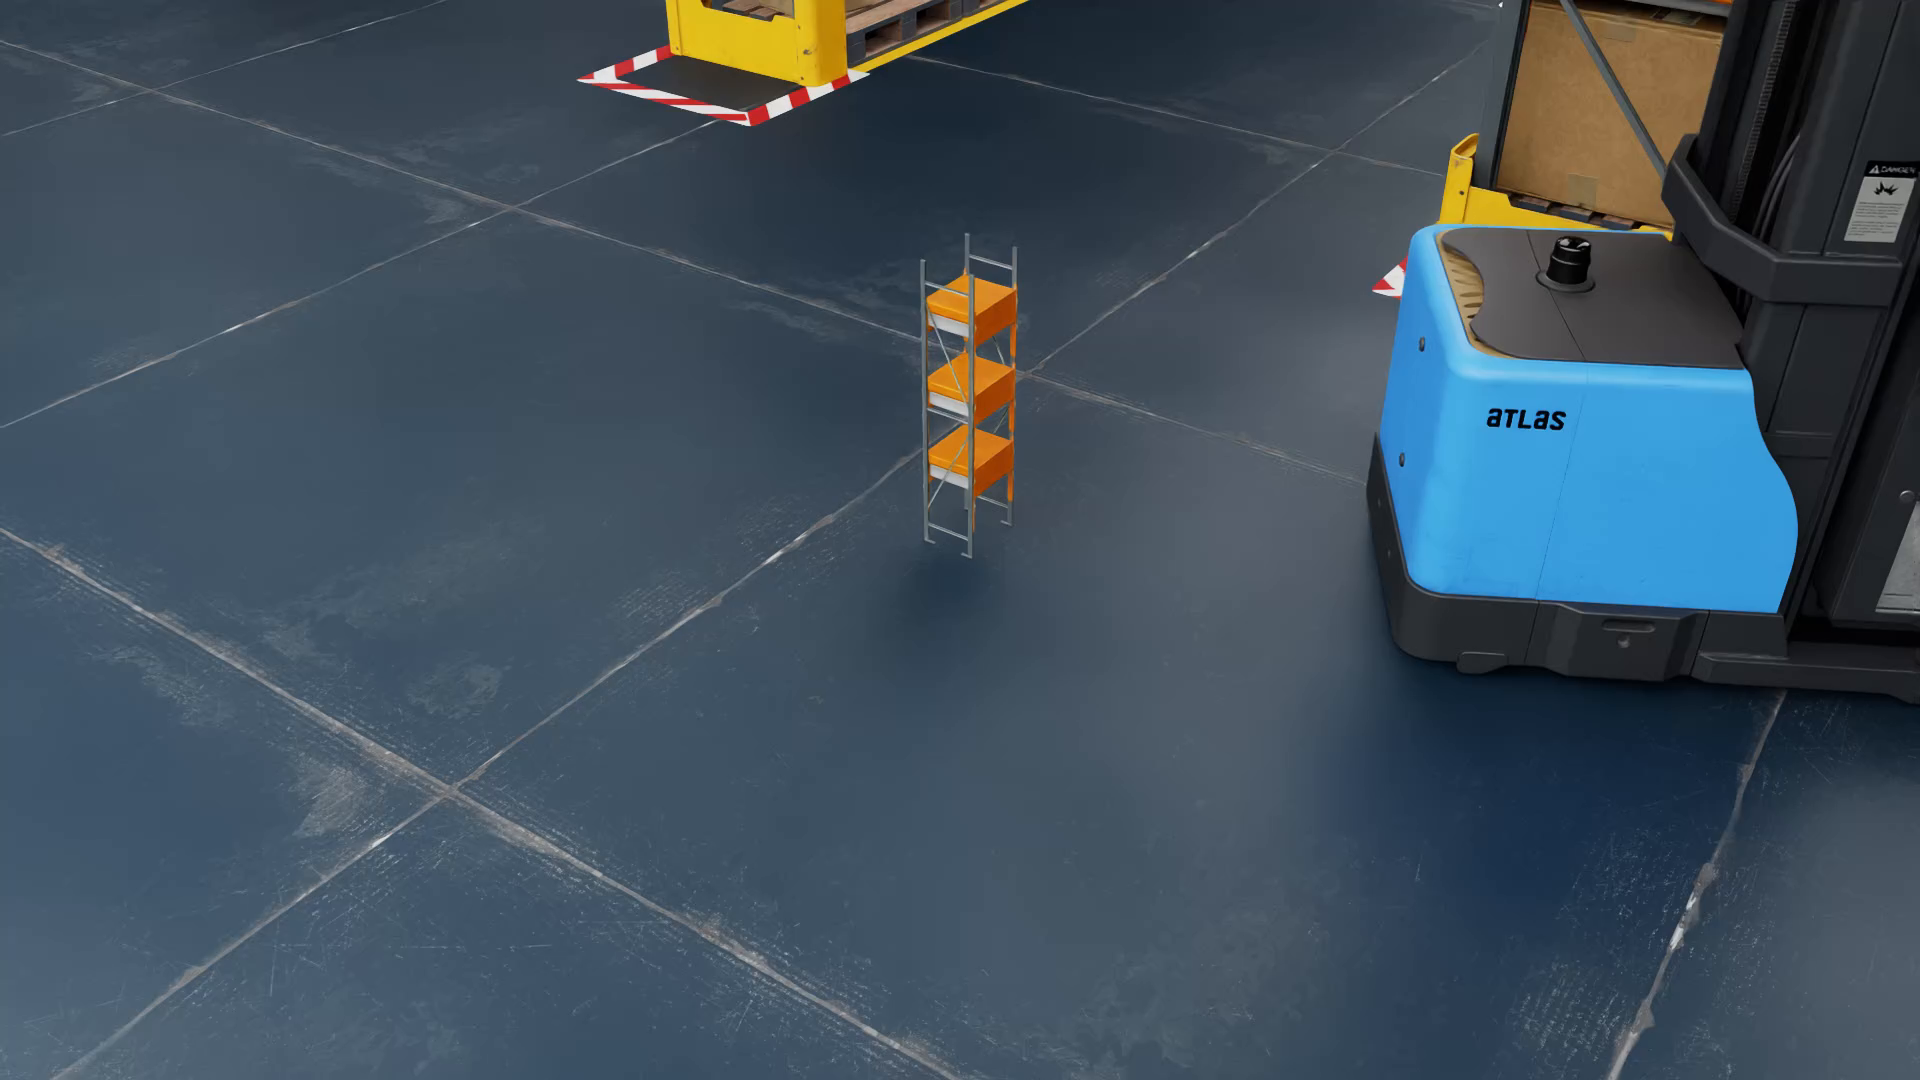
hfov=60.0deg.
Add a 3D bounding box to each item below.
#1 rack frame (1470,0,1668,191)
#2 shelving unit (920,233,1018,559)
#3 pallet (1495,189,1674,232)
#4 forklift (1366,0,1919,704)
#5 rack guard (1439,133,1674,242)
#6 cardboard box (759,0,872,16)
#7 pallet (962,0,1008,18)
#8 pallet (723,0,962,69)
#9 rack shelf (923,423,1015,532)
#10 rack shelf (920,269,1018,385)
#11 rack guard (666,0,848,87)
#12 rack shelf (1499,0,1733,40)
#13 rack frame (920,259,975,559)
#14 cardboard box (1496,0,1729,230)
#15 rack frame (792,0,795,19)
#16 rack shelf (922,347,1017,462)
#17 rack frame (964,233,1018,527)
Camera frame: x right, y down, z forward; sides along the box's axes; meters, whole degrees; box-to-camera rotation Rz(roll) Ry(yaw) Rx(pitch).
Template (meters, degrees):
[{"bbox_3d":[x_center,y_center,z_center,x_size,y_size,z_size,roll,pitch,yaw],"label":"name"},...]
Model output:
[{"bbox_3d":[2.757,-2.450,6.696,1.000,3.000,0.127,21,39,28],"label":"rack frame"},{"bbox_3d":[0.031,-0.460,5.492,0.215,1.050,0.252,21,39,28],"label":"shelving unit"},{"bbox_3d":[3.149,-1.688,8.058,1.003,0.211,1.213,21,39,28],"label":"pallet"},{"bbox_3d":[2.897,-1.000,4.613,3.031,2.935,1.130,3,34,5],"label":"forklift"},{"bbox_3d":[2.744,-1.404,7.380,1.175,0.500,0.348,21,39,28],"label":"rack guard"},{"bbox_3d":[-0.890,-3.502,10.107,0.500,0.500,0.500,-29,43,-35],"label":"cardboard box"},{"bbox_3d":[-0.028,-3.883,11.303,1.003,0.211,1.213,21,39,28],"label":"pallet"},{"bbox_3d":[-0.724,-3.324,10.476,1.003,0.211,1.213,21,39,28],"label":"pallet"},{"bbox_3d":[0.031,-0.221,5.654,0.215,0.259,0.240,21,39,28],"label":"rack shelf"},{"bbox_3d":[0.031,-0.686,5.339,0.215,0.259,0.240,21,39,28],"label":"rack shelf"},{"bbox_3d":[-1.217,-3.081,9.859,1.175,0.500,0.348,21,39,28],"label":"rack guard"},{"bbox_3d":[3.898,-3.073,8.258,1.077,0.370,4.000,21,39,28],"label":"rack shelf"},{"bbox_3d":[-0.039,-0.403,5.409,0.200,1.050,0.008,21,39,28],"label":"rack frame"},{"bbox_3d":[3.090,-2.077,7.666,0.875,0.875,0.875,21,40,28],"label":"cardboard box"},{"bbox_3d":[-1.260,-4.081,9.107,1.000,3.000,0.127,21,39,28],"label":"rack frame"},{"bbox_3d":[0.031,-0.451,5.498,0.215,0.259,0.240,21,39,28],"label":"rack shelf"},{"bbox_3d":[0.100,-0.516,5.575,0.200,1.050,0.008,21,39,28],"label":"rack frame"}]
